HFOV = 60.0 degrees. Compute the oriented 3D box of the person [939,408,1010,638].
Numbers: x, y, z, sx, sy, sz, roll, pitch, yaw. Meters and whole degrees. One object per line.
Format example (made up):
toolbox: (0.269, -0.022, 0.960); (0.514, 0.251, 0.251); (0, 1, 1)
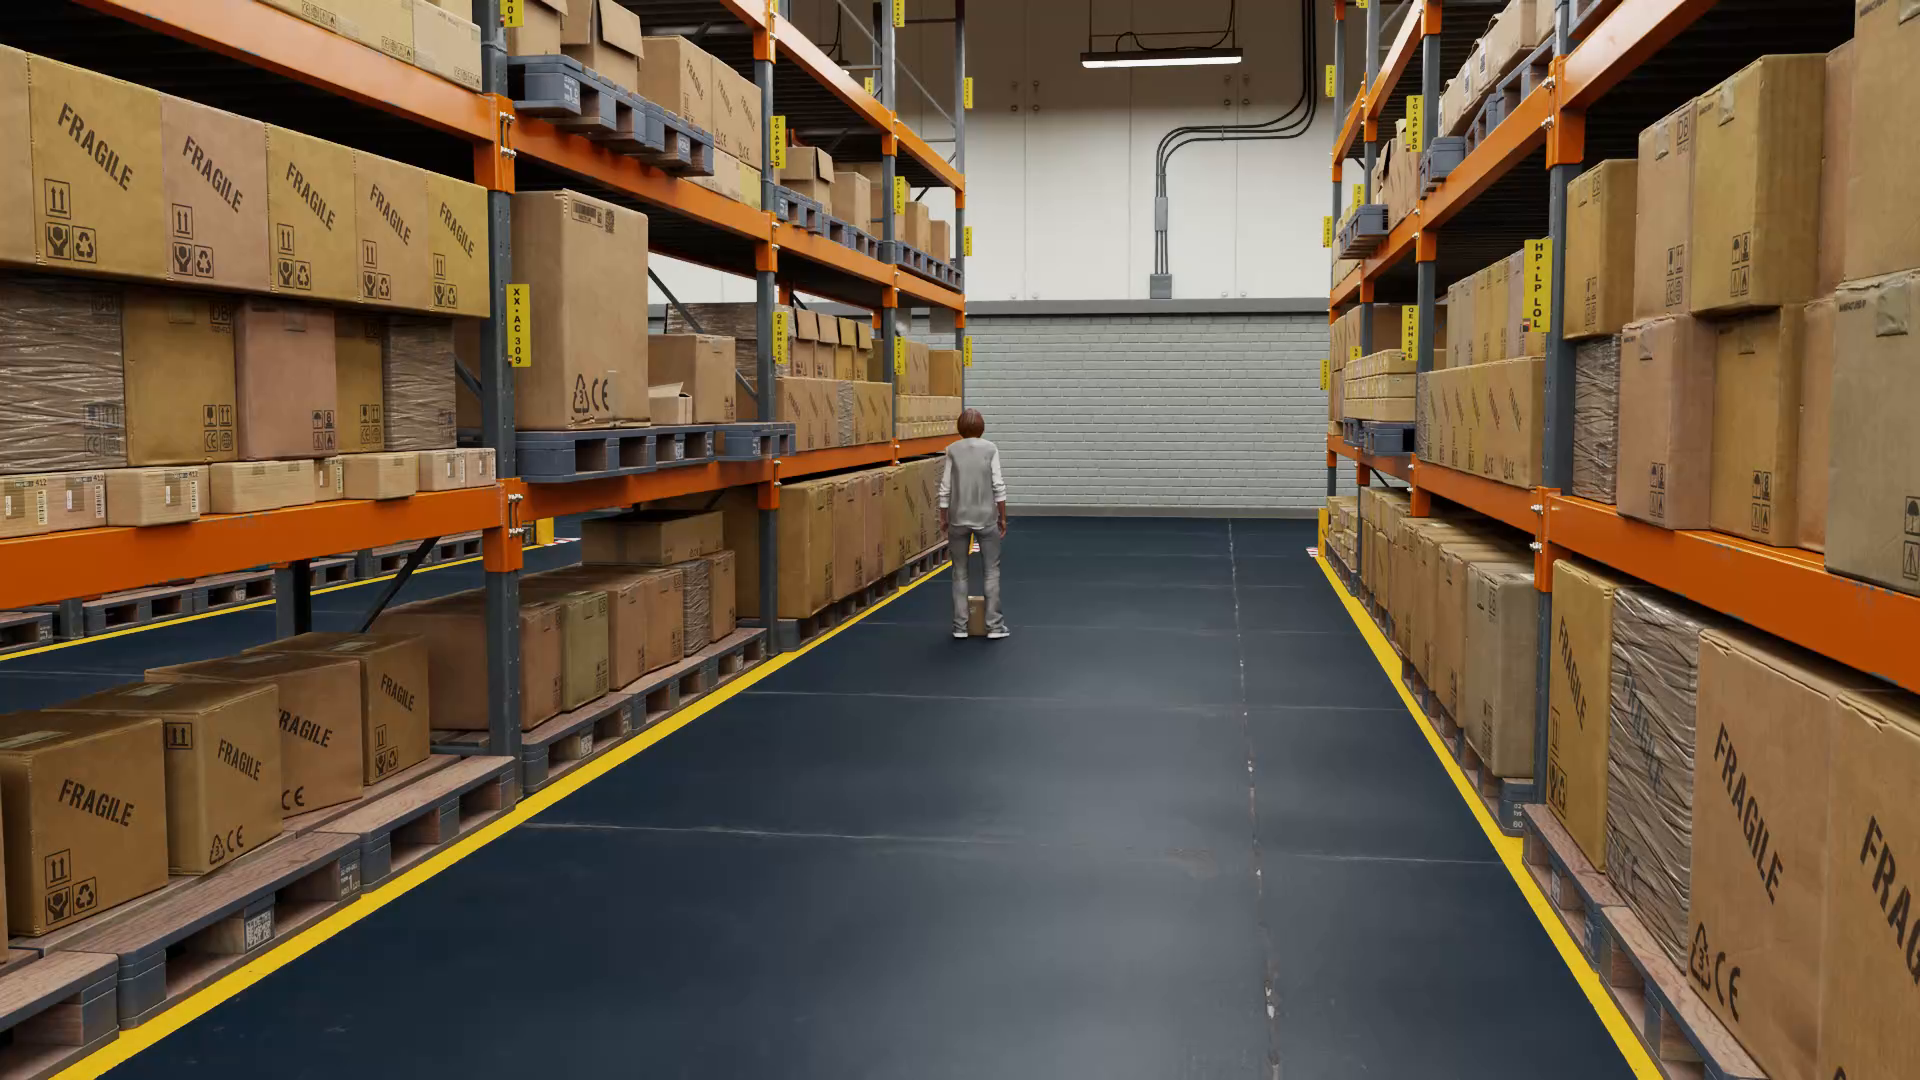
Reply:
person: (0.096, -0.114, 11.513); (0.486, 1.594, 0.340); (0, 5, 6)
